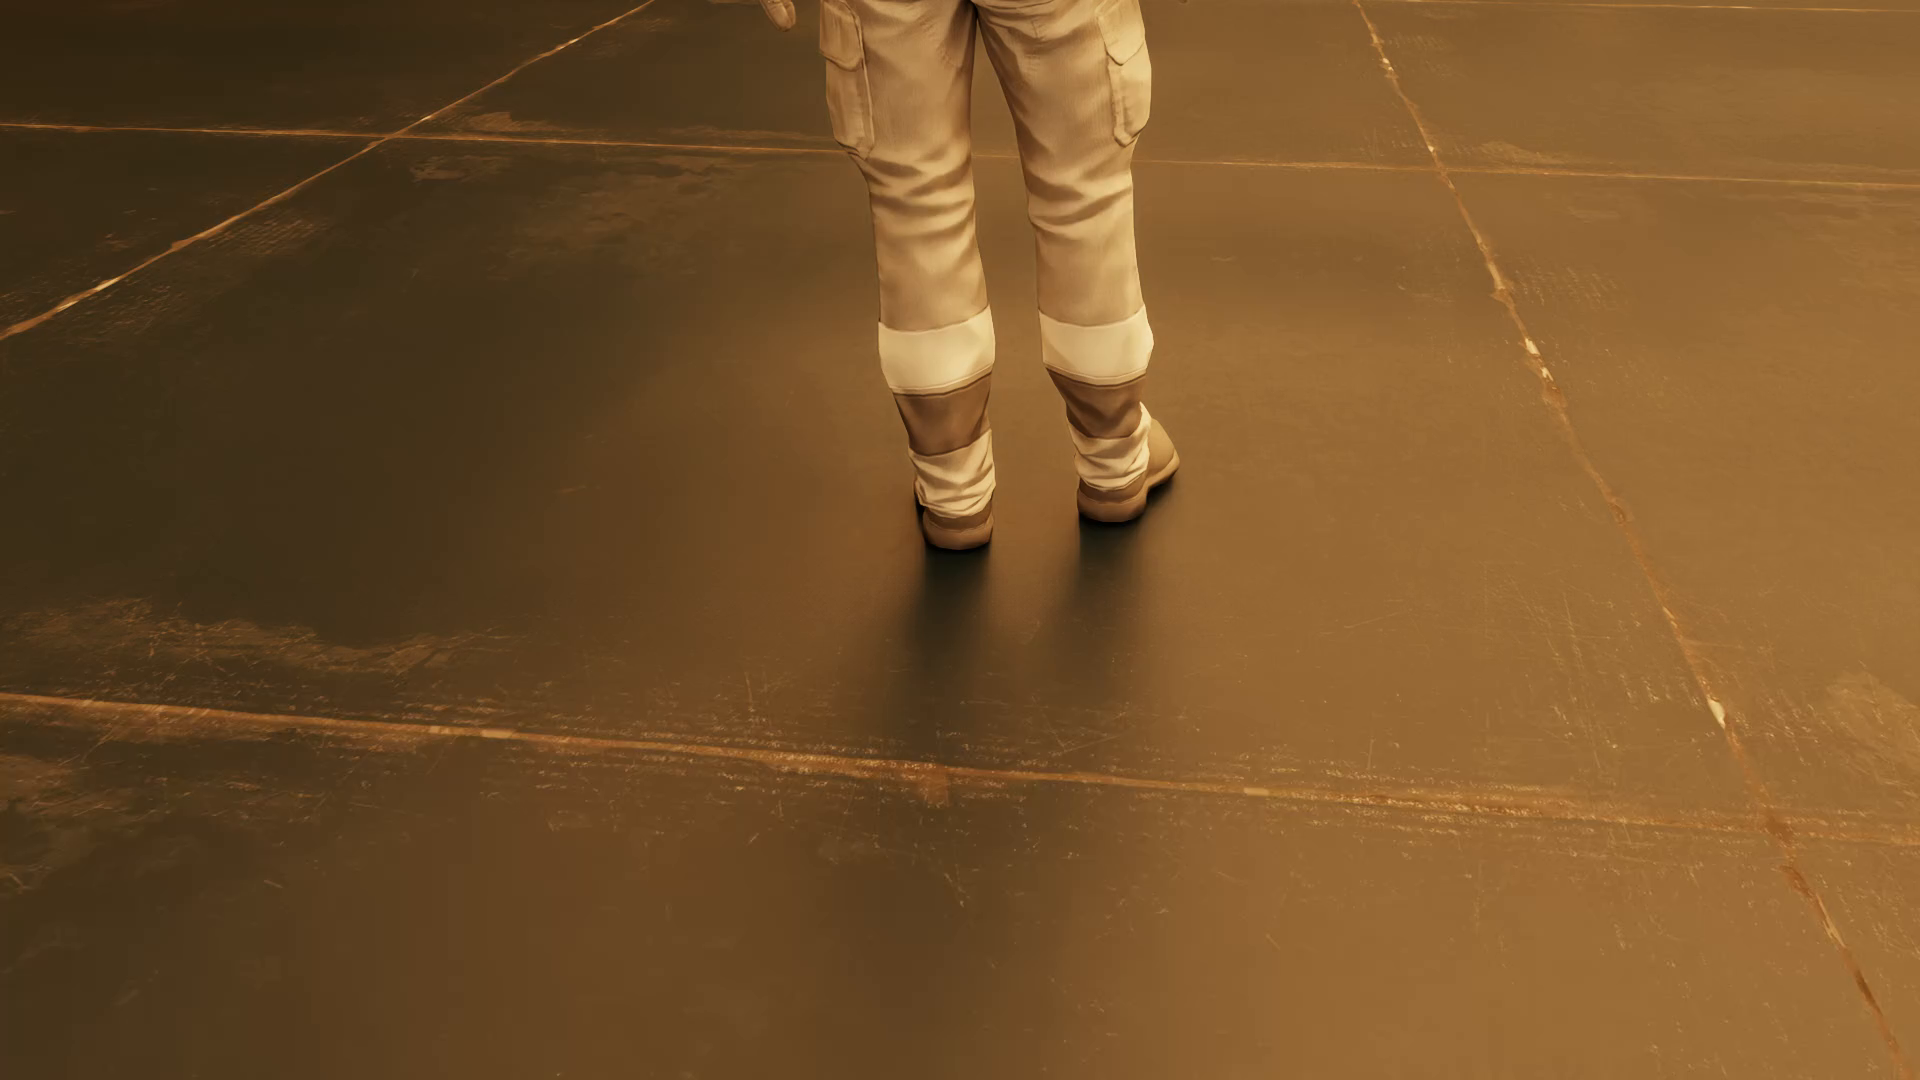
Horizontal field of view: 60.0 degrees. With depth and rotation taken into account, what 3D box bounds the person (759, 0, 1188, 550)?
[{"bbox_3d":[0.023,-0.840,2.168,0.637,1.782,0.564,3,27,7],"label":"person"}]
